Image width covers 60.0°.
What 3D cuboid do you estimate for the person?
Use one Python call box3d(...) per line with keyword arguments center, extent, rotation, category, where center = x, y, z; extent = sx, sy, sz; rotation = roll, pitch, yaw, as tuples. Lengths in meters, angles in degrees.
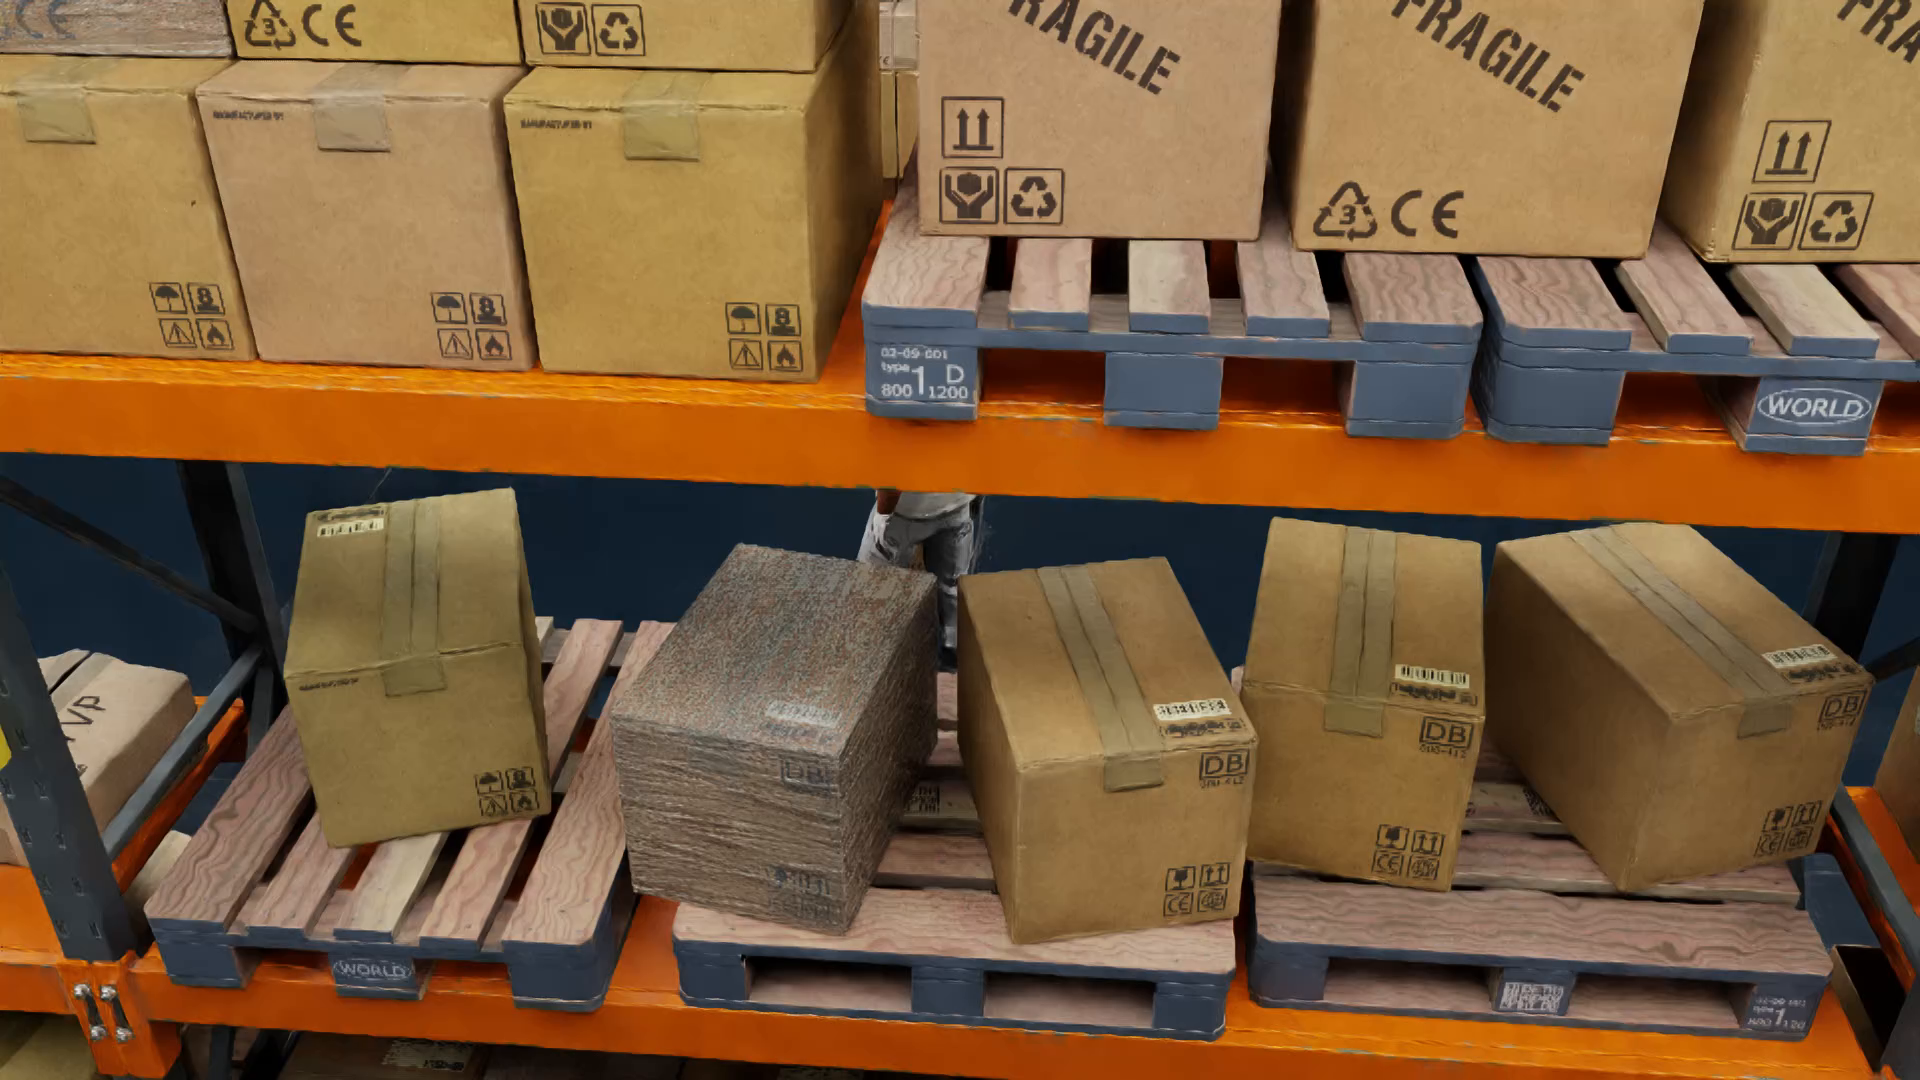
box3d(center=(-0.221, -0.203, 6.425), extent=(0.581, 1.789, 0.608), rotation=(-24, 39, -33), category="person")
